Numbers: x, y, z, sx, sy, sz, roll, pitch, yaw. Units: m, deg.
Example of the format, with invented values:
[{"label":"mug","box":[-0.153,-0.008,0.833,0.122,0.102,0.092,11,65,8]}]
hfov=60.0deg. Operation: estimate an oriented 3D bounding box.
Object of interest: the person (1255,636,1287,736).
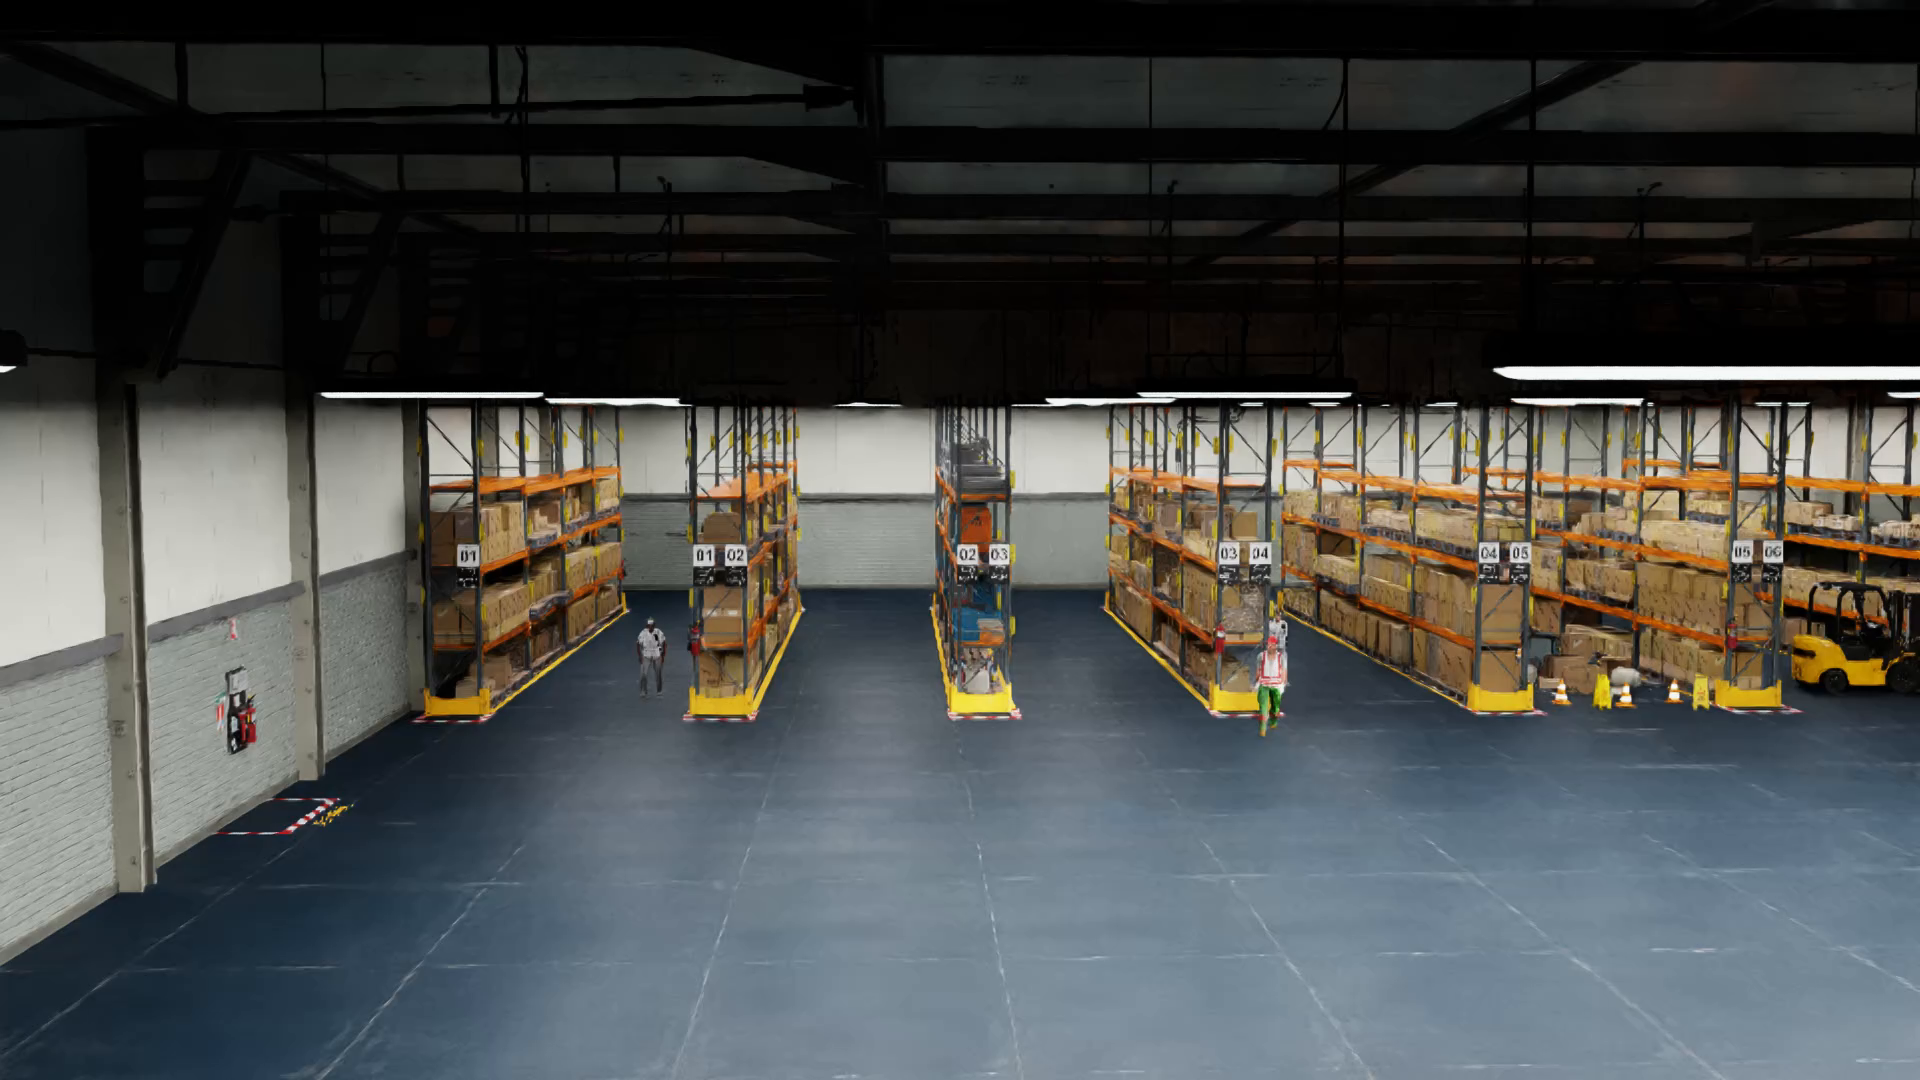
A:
[{"label":"person","box":[5.474,2.547,29.228,0.534,1.726,1.038,1,5,7]}]

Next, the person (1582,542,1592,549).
[{"label":"person","box":[19.154,0.967,50.620,0.443,1.527,0.619,-3,5,-32]}]

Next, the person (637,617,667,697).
[{"label":"person","box":[-6.128,2.322,33.064,0.592,1.618,0.531,0,5,-4]}]

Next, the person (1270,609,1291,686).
[{"label":"person","box":[6.559,2.196,34.447,0.496,1.583,1.072,0,4,0]}]
